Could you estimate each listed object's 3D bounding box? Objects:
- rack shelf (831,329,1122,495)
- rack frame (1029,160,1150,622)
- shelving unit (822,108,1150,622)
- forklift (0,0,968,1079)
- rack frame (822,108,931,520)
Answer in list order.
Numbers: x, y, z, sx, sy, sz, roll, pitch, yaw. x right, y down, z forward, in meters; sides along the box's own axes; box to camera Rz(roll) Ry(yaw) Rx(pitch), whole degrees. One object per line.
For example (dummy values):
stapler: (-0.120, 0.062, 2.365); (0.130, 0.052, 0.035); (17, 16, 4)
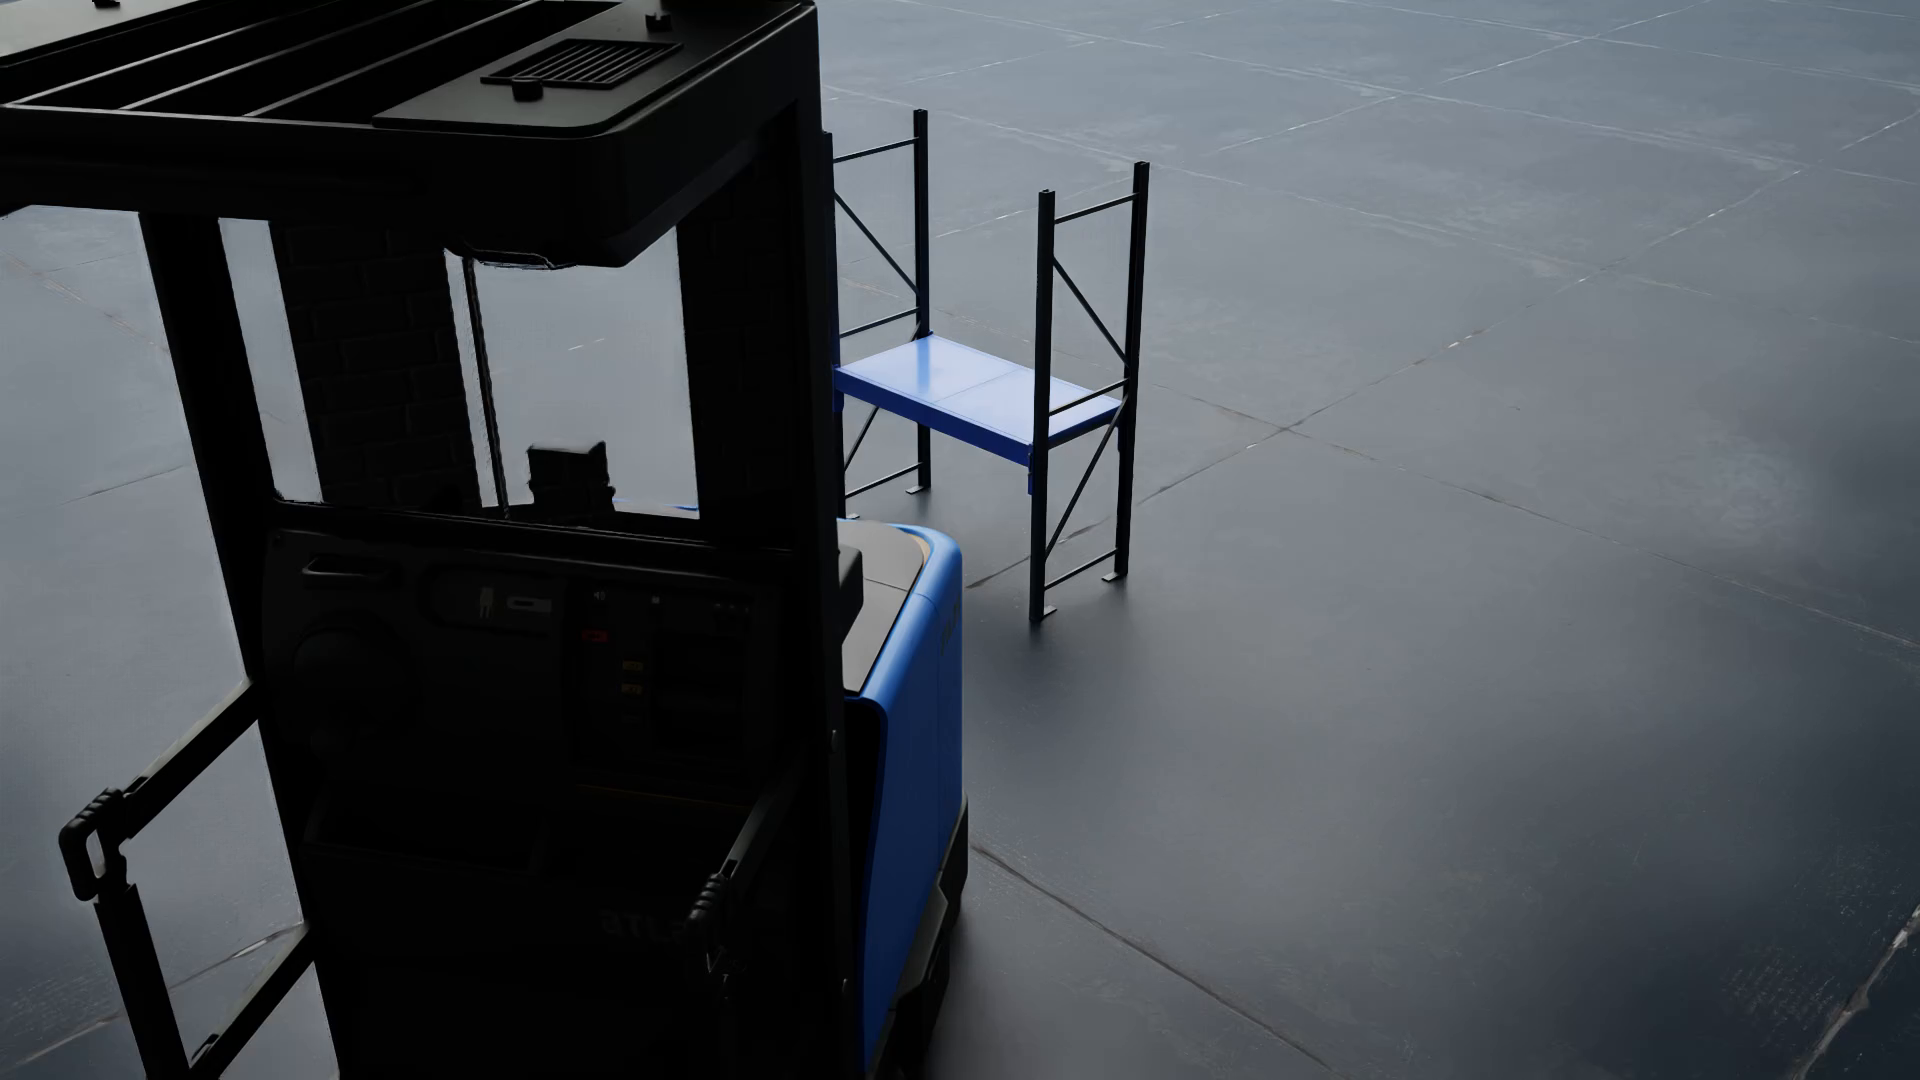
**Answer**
rack shelf: (0.061, -0.477, 5.932); (1.000, 0.185, 0.538); (25, 36, 38)
rack frame: (0.423, -0.470, 5.533); (0.032, 1.500, 0.500); (25, 36, 38)
shelving unit: (0.061, -0.636, 5.848); (1.048, 1.500, 0.538); (25, 36, 38)
forklift: (-0.792, 0.248, 2.629); (1.130, 2.935, 3.031); (6, 28, 11)
rack frame: (-0.302, -0.802, 6.163); (0.032, 1.500, 0.500); (25, 36, 38)
